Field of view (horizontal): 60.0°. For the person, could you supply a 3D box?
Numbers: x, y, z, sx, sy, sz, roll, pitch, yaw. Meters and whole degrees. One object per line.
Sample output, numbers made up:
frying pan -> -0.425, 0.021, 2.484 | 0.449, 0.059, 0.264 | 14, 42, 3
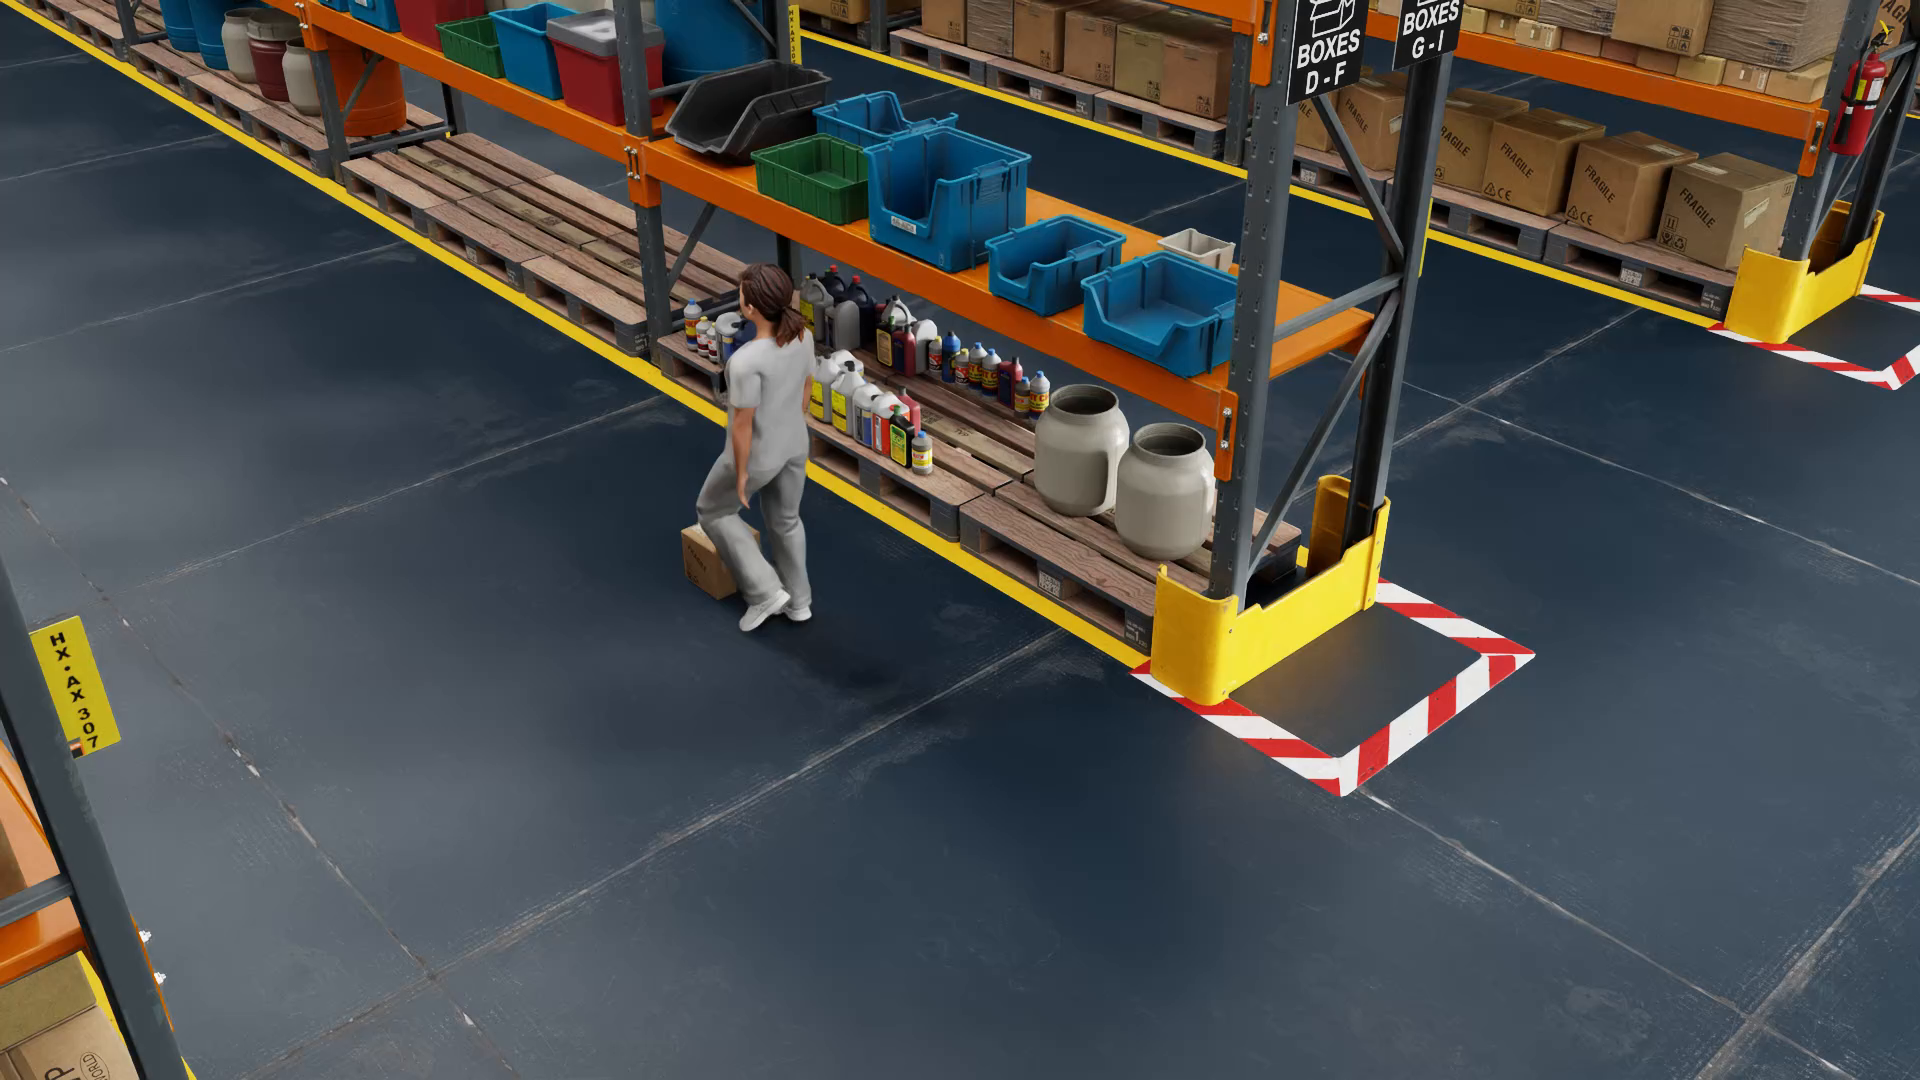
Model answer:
person -> -0.790, -0.344, 6.682 | 0.524, 1.689, 0.476 | 23, 39, 32
